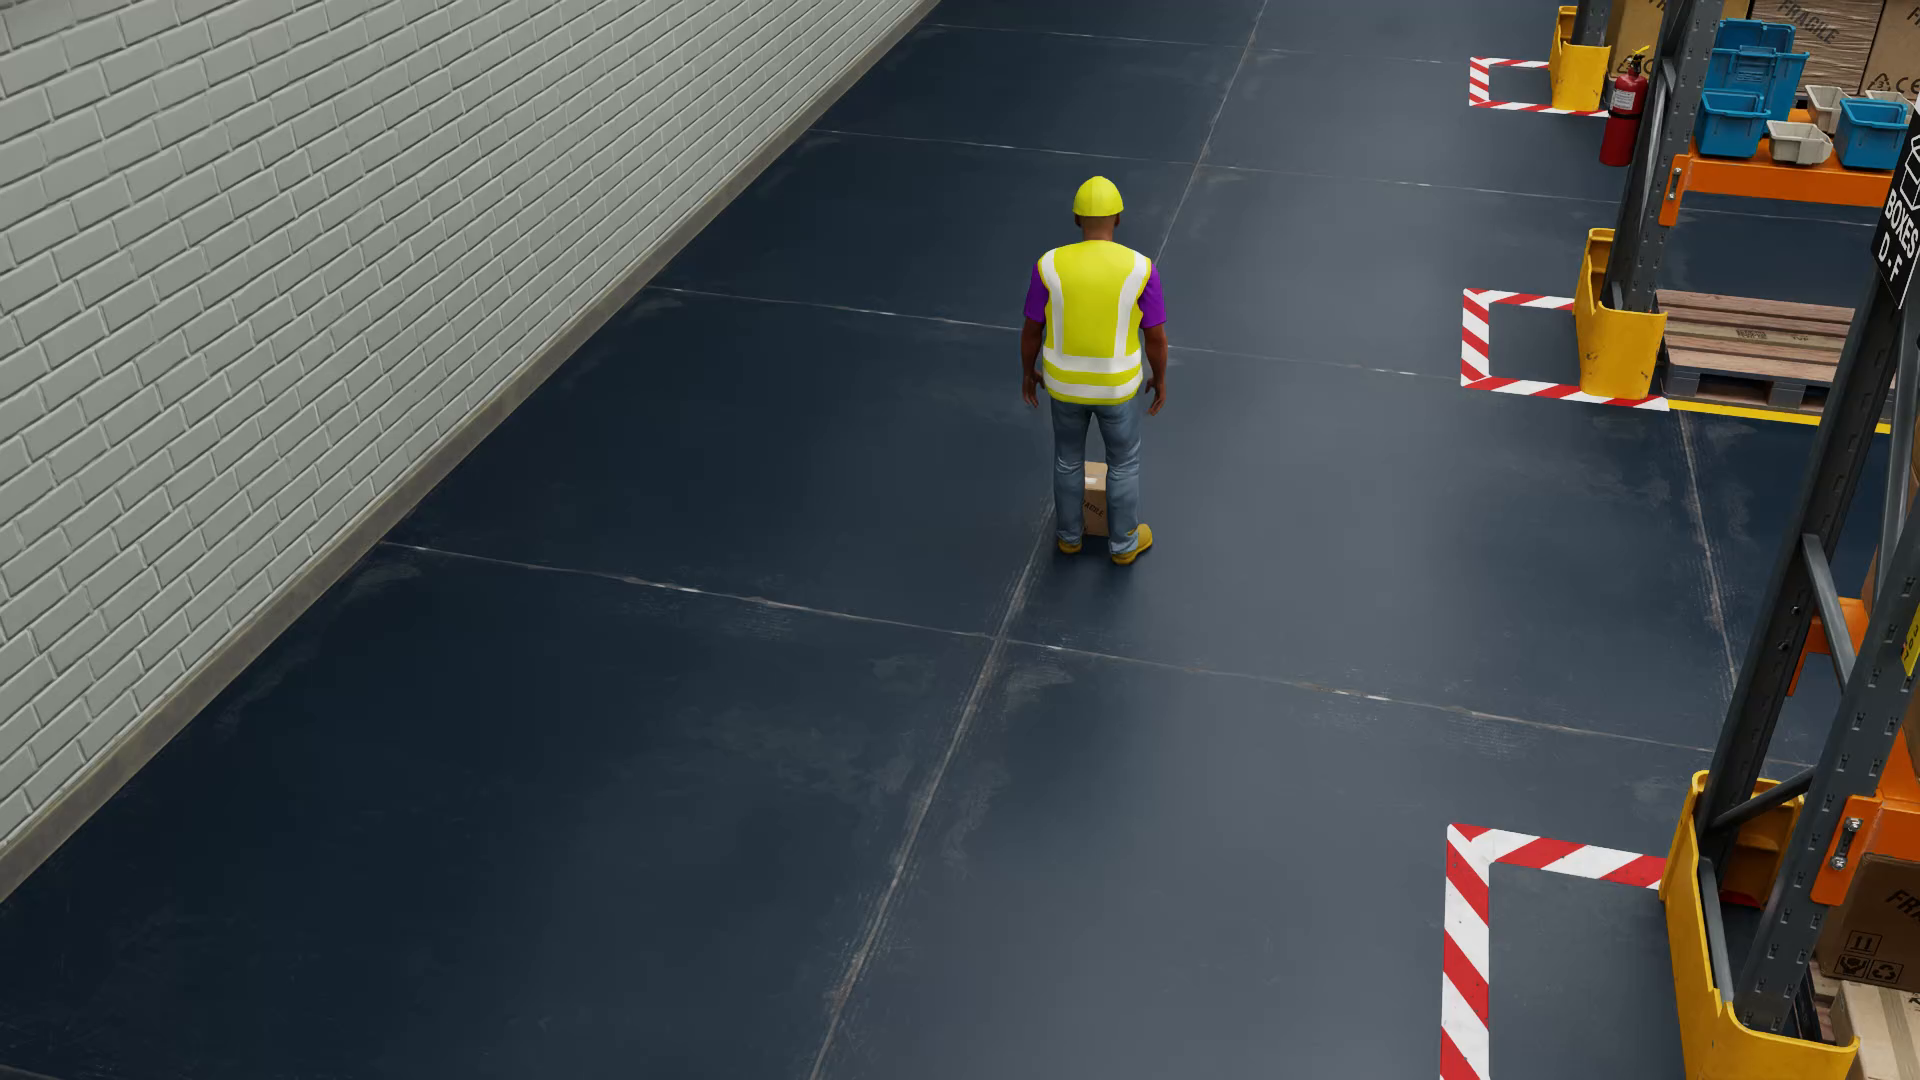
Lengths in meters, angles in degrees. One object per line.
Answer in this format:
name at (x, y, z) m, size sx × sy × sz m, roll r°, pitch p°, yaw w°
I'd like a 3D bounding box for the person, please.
person at (0.582, -0.708, 7.228) m, size 0.634 × 1.759 × 0.460 m, roll 6°, pitch 33°, yaw 9°
